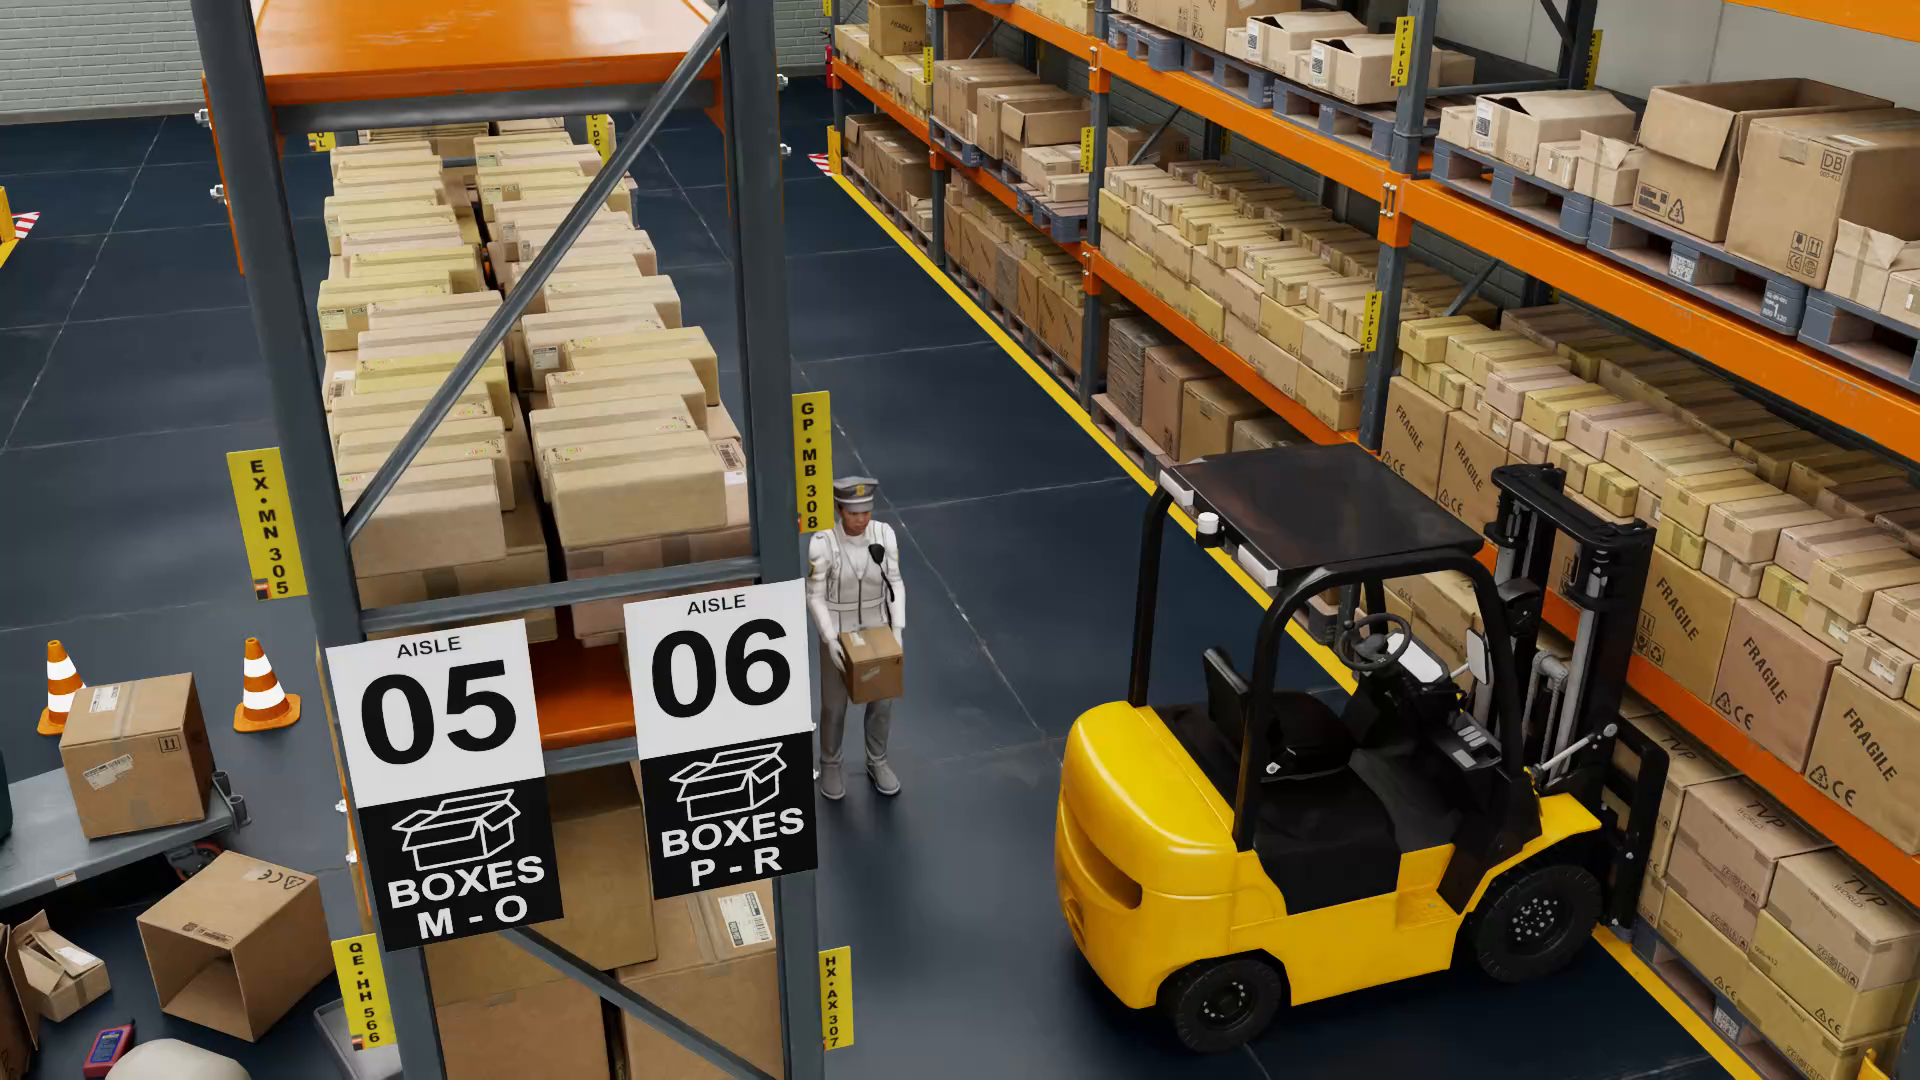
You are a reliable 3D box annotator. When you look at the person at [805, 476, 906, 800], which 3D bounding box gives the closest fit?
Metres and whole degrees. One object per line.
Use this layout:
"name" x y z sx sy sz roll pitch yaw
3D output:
"person" -0.494 0.472 8.140 0.498 1.686 0.425 -9 28 -17
